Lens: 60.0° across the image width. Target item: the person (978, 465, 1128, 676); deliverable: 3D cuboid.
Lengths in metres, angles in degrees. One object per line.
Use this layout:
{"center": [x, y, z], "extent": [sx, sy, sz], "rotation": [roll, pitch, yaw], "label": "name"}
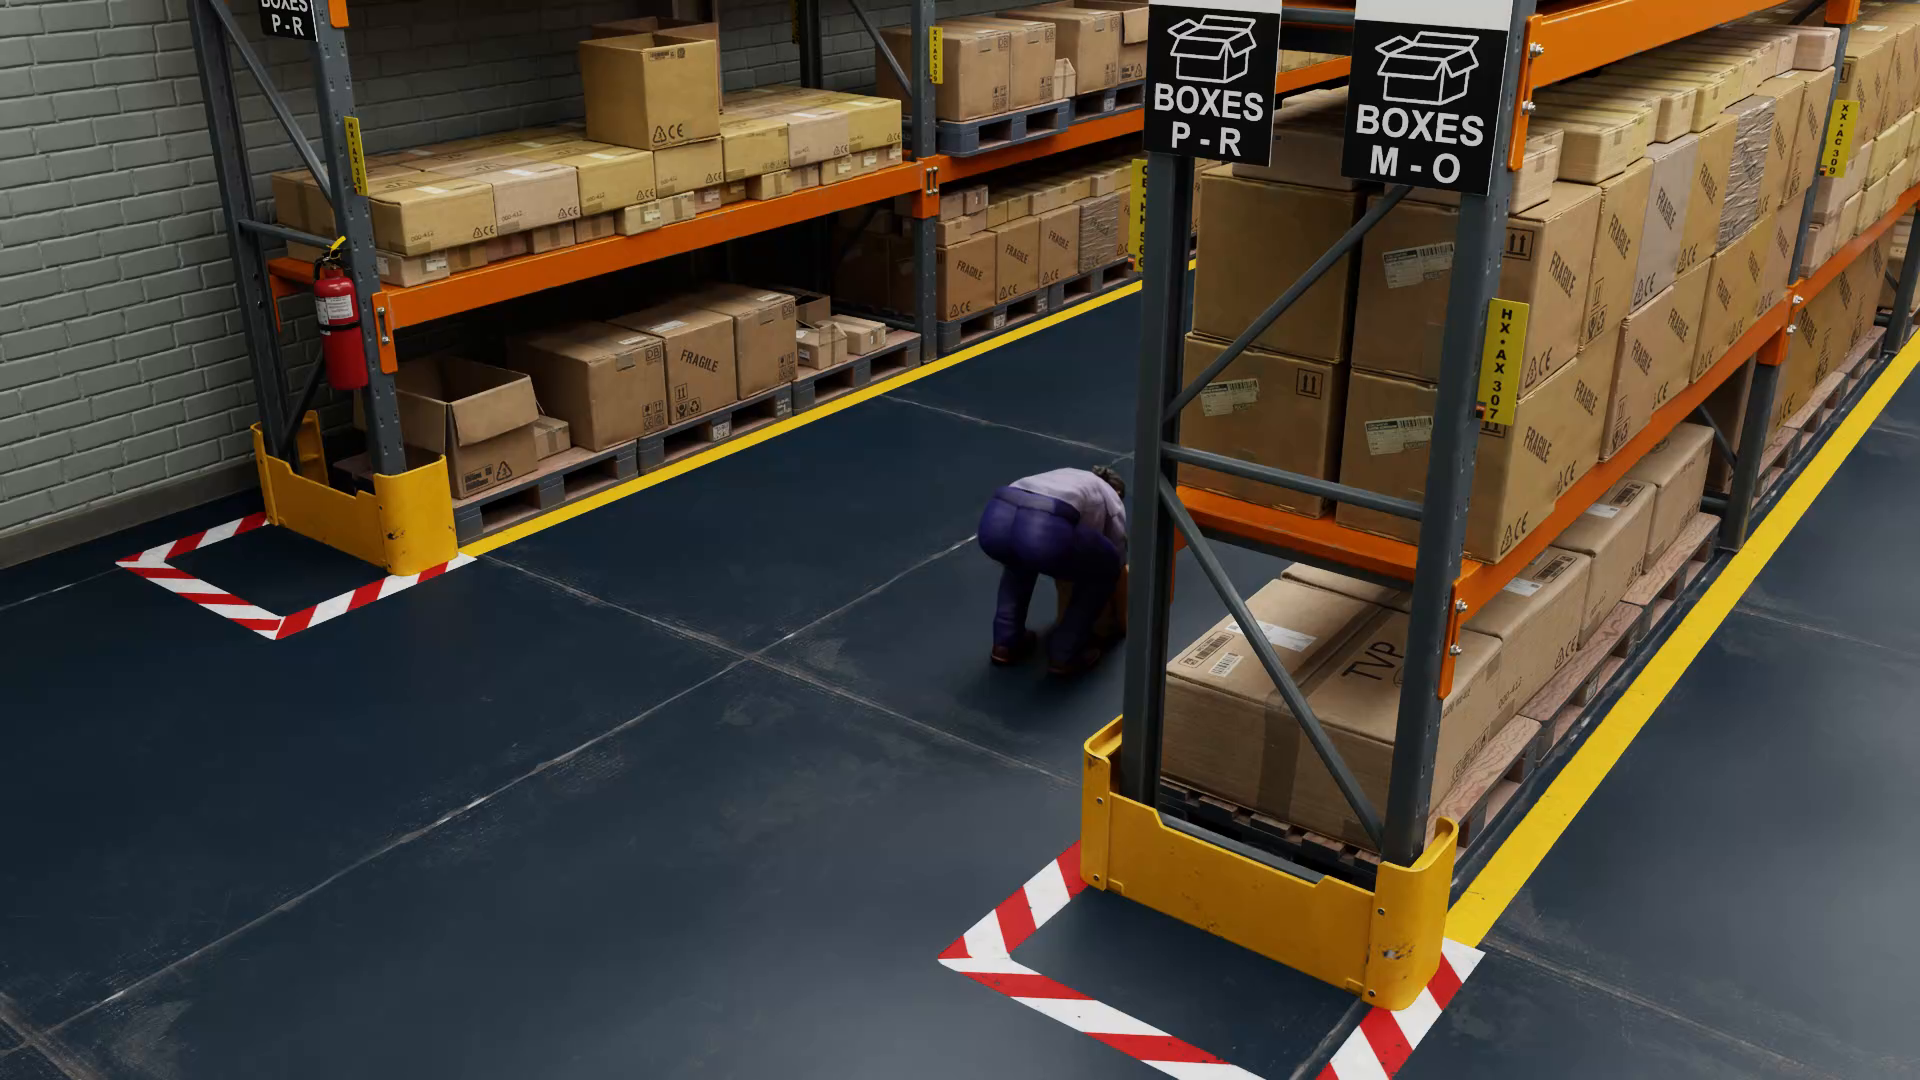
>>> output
{"center": [0.428, 0.080, 6.944], "extent": [0.514, 0.841, 0.900], "rotation": [15, 28, 31], "label": "person"}
